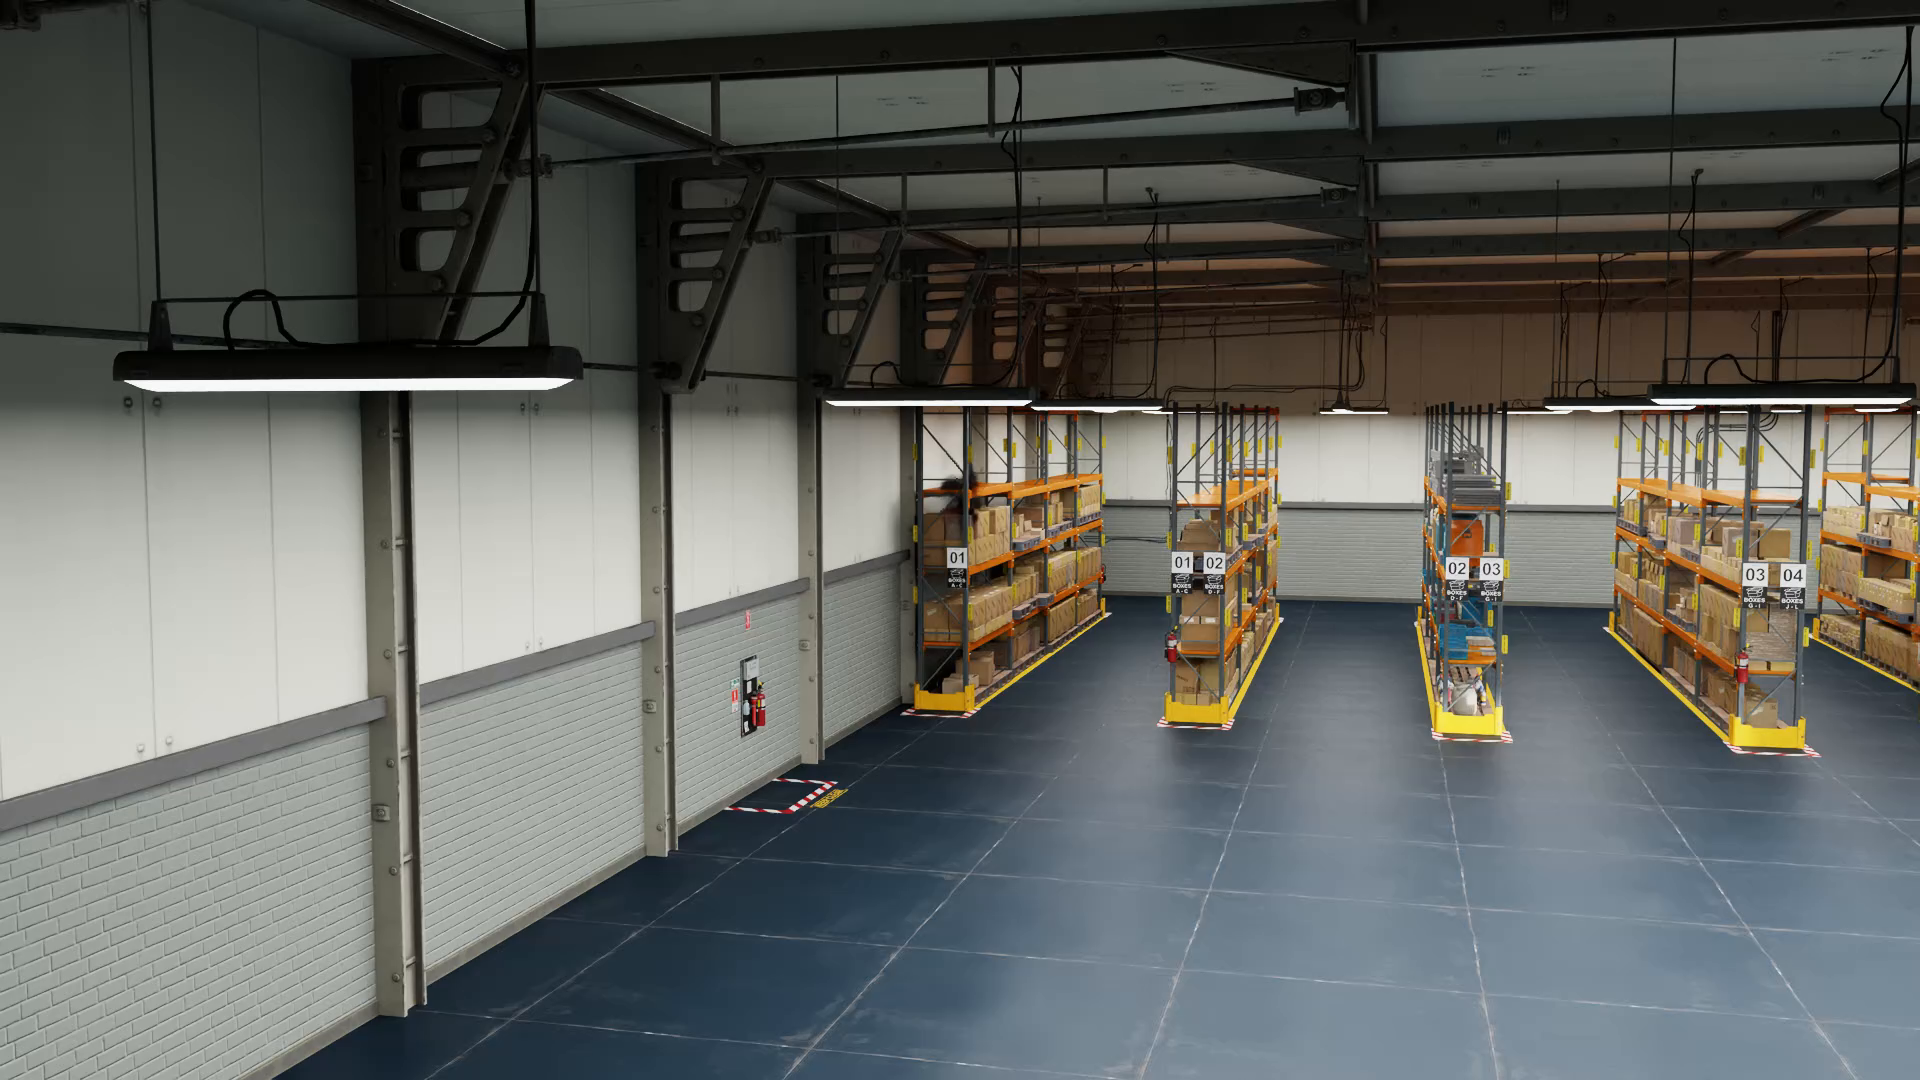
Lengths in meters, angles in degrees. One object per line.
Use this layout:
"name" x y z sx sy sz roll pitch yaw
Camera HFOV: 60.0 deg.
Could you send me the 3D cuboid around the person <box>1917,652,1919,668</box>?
"person" 17.960 2.578 30.559 0.636 1.772 0.624 1 4 12
